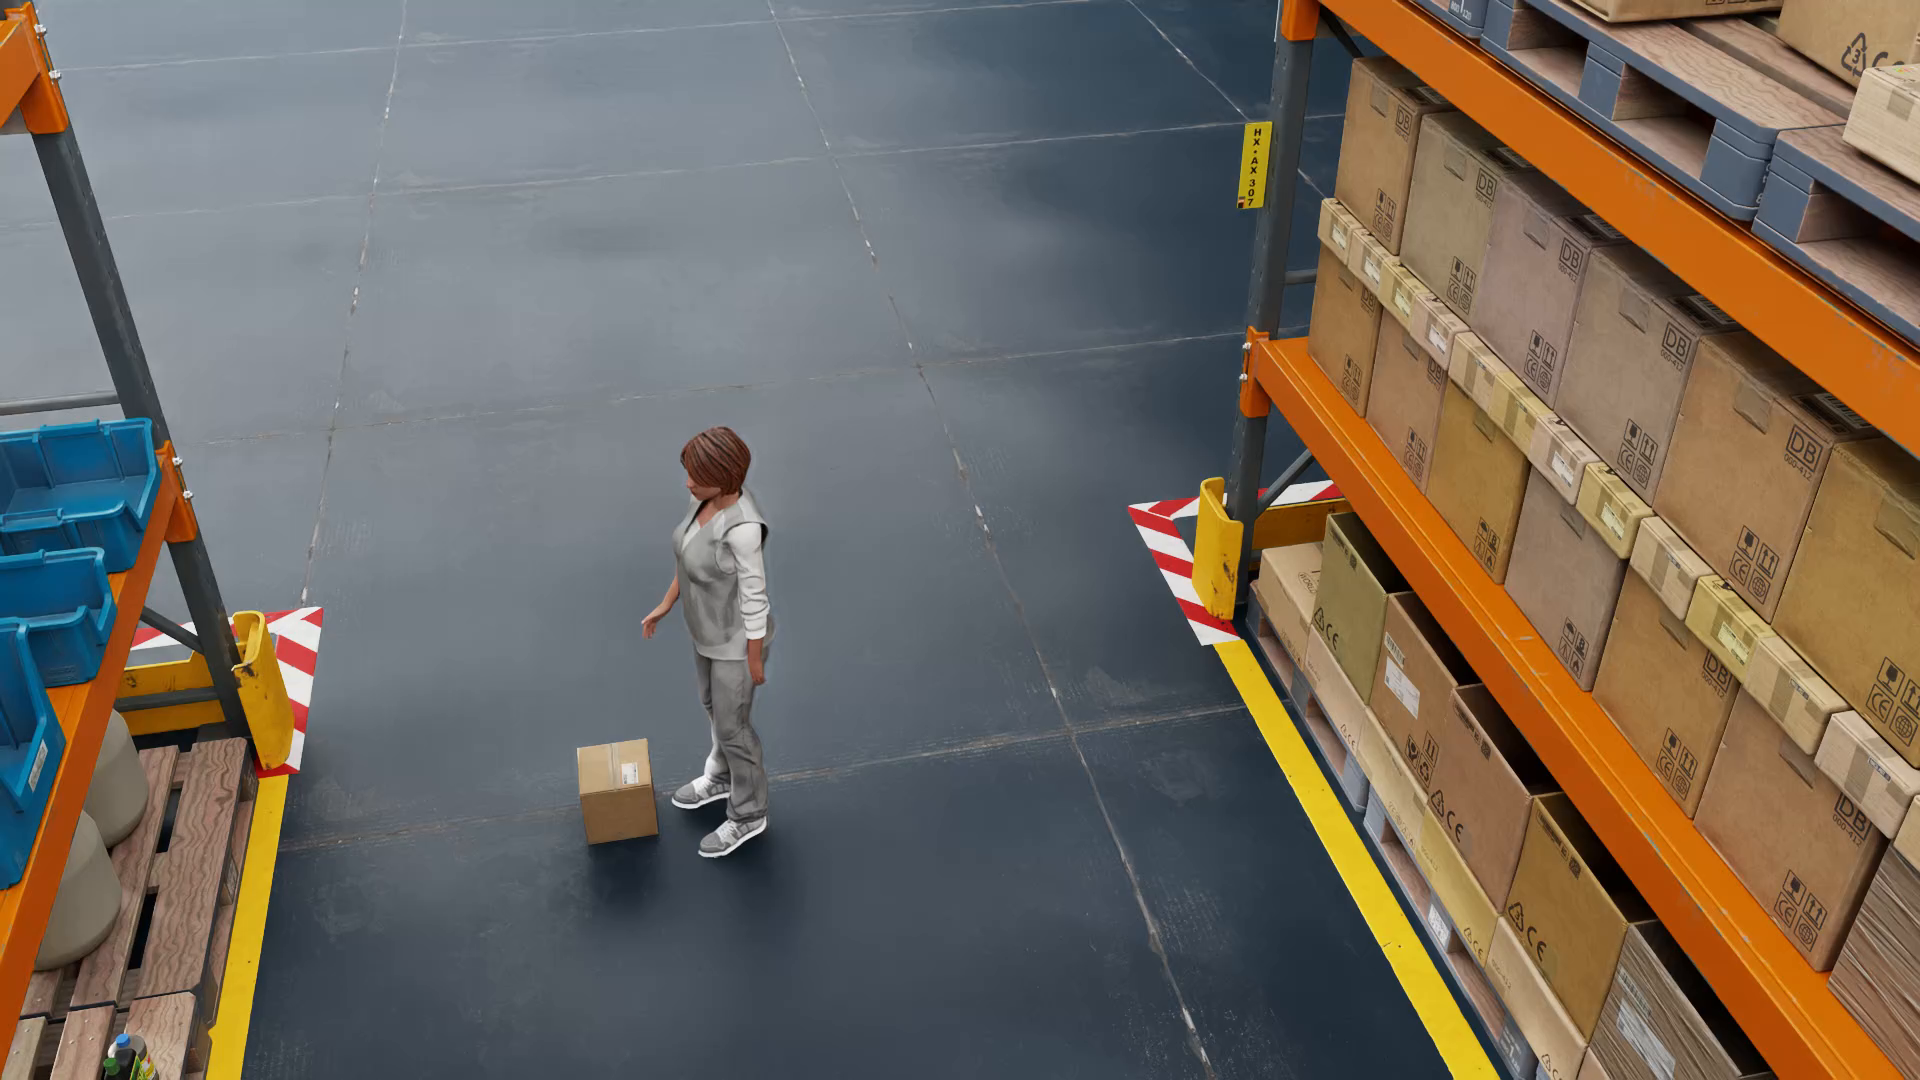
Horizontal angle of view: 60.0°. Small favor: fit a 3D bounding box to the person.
[{"bbox_3d":[-0.838,0.347,5.650,0.413,1.609,0.431,-14,37,-19],"label":"person"}]
